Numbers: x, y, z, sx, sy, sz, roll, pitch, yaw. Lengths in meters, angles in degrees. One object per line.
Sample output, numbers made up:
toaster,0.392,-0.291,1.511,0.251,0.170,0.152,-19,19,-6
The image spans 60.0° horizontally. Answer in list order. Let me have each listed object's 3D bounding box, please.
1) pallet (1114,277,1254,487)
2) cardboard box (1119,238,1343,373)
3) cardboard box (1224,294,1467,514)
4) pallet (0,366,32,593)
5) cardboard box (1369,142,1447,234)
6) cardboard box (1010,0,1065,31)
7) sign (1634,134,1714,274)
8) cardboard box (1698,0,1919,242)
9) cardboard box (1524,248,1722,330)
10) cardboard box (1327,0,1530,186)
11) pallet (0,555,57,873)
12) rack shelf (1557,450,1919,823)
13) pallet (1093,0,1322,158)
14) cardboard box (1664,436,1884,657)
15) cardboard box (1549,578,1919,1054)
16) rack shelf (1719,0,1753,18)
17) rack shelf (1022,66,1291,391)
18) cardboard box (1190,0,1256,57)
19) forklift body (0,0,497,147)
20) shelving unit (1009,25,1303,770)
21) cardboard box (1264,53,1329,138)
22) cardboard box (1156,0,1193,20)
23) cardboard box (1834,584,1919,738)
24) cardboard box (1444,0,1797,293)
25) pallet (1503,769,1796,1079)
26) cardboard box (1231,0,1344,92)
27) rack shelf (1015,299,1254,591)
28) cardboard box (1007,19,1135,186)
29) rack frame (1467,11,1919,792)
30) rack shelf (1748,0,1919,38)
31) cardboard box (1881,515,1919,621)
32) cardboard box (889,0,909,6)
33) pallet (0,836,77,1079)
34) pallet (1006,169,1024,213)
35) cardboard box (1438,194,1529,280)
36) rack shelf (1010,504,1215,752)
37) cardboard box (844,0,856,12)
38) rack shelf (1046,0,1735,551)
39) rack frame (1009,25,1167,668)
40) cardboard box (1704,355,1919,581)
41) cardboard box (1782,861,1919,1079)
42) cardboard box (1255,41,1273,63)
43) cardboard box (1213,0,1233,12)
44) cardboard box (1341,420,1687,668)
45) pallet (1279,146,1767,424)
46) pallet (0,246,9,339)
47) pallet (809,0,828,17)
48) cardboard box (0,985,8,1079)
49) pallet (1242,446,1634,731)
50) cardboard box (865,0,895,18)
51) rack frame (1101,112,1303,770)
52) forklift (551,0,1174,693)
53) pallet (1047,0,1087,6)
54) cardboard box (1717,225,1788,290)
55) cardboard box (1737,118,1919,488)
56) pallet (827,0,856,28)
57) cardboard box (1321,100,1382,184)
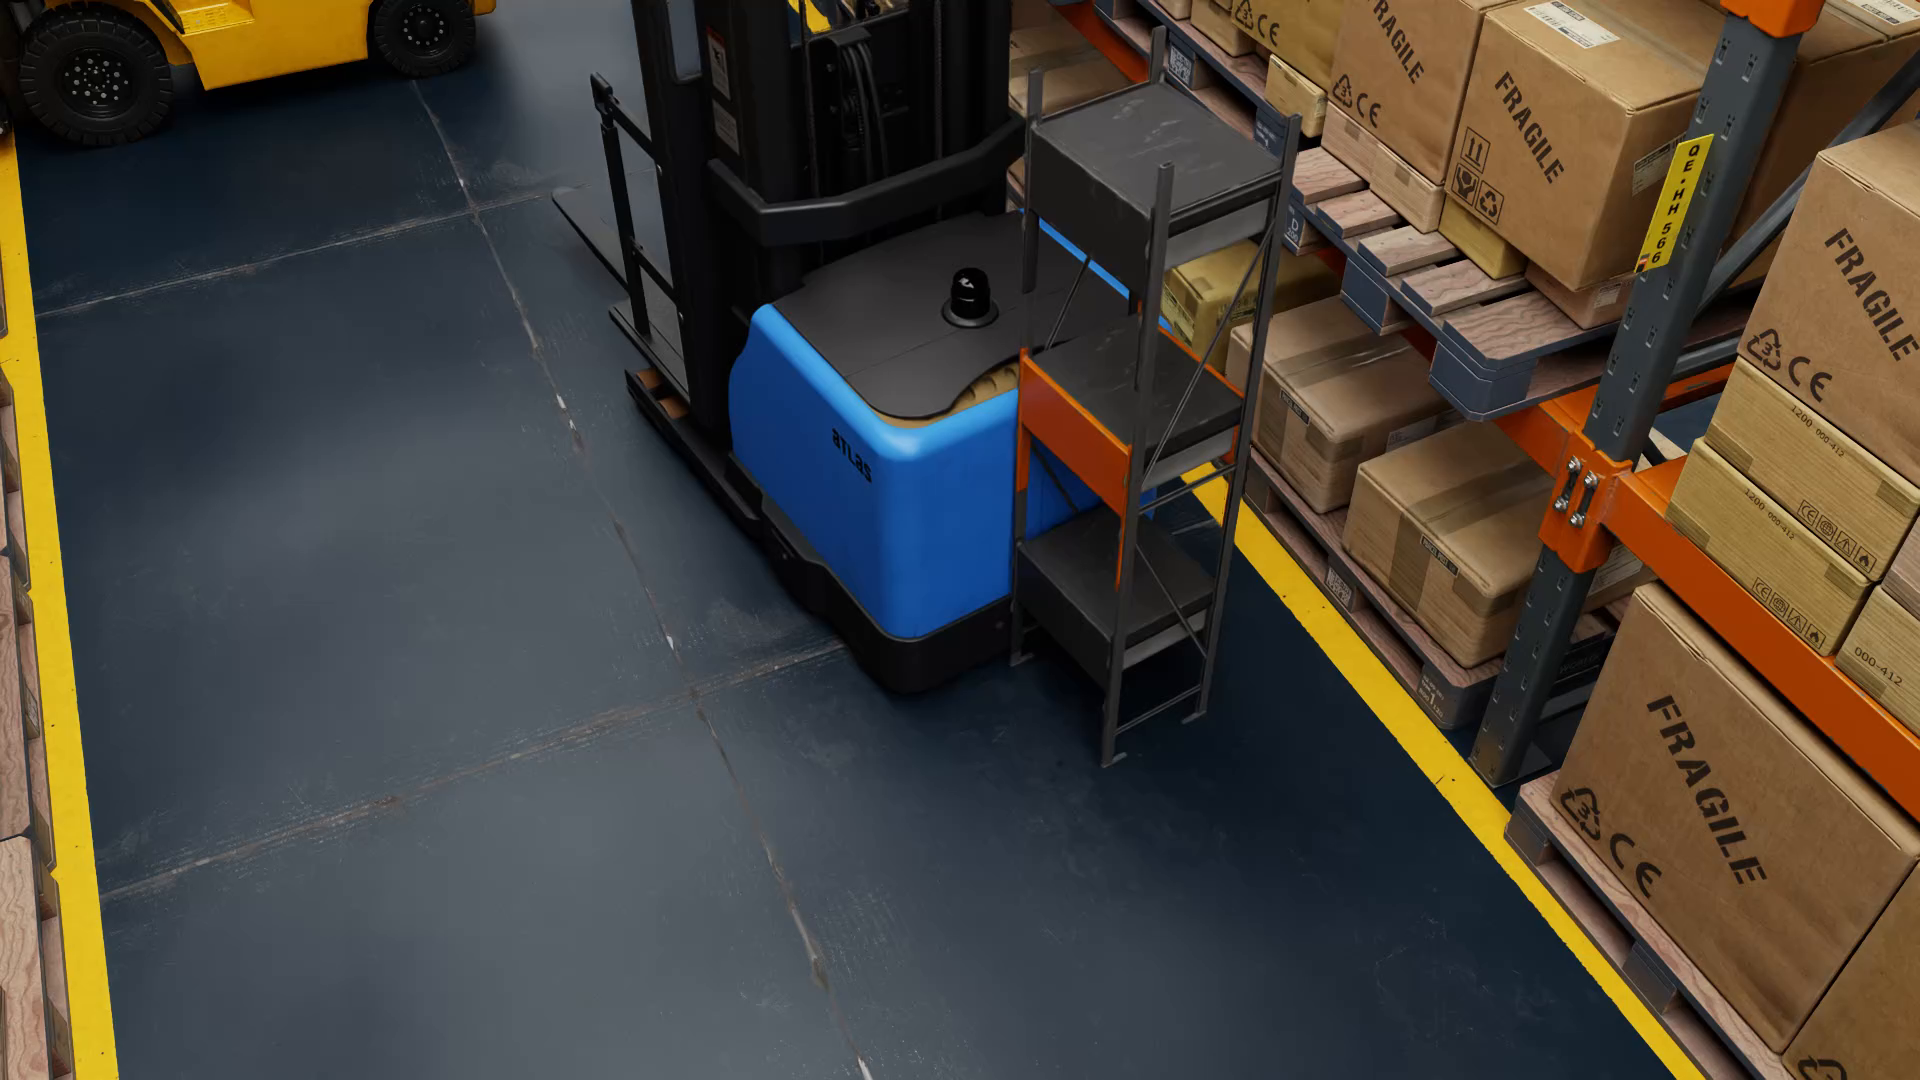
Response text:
pallet,1.187,-0.784,6.394,1.003,0.211,1.213,-18,47,-17
cardboard box,1.164,-1.031,6.232,0.950,0.372,0.625,-17,47,-16
cardboard box,1.478,-0.546,5.740,0.950,0.372,0.625,-19,48,-18
pallet,-3.815,-0.132,5.733,1.003,0.211,1.213,-18,47,-17
cardboard box,1.347,-0.998,4.505,0.380,0.149,0.250,-18,48,-18
cardboard box,0.339,-2.677,7.986,0.500,0.250,0.500,-20,48,-19
sign,1.535,-0.719,3.575,0.100,0.325,0.005,-18,47,-17
cardboard box,2.044,-1.148,4.195,0.500,0.500,0.500,-19,48,-19
cardboard box,1.672,-0.701,4.205,0.380,0.149,0.250,-16,47,-16
cardboard box,1.353,-1.326,4.377,0.500,0.500,0.500,-19,48,-18
pallet,-3.298,0.647,4.944,1.003,0.211,1.213,-18,47,-17
rack shelf,2.865,1.029,3.084,1.077,0.370,4.000,-18,47,-17
pallet,1.154,-1.683,5.456,1.003,0.211,1.213,-18,47,-17
cardboard box,2.001,-0.062,3.784,0.500,0.250,0.500,-19,48,-18
cardboard box,2.239,0.570,4.250,0.875,0.875,0.875,-18,48,-18
rack shelf,1.183,-2.588,4.613,1.077,0.370,4.000,-18,47,-17
rack shelf,0.464,-0.763,4.051,0.431,0.518,0.480,-25,50,-23
cardboard box,0.949,-1.665,5.182,0.380,0.149,0.250,-19,48,-19
forklift body,-3.390,-3.160,7.421,2.313,2.155,1.214,-18,47,-17
shelving unit,0.464,-0.275,4.534,0.431,2.100,0.503,-25,50,-23
cardboard box,1.120,-1.332,4.844,0.380,0.149,0.250,-17,47,-17
cardboard box,0.810,-1.826,5.345,0.380,0.149,0.250,-16,47,-16
cardboard box,2.233,0.260,3.458,0.500,0.250,0.500,-19,48,-19
cardboard box,1.580,-1.000,4.046,0.500,0.500,0.500,-19,48,-19
pallet,2.287,1.016,4.570,1.003,0.211,1.213,-18,47,-17
cardboard box,1.140,-1.648,4.702,0.500,0.500,0.500,-21,48,-20
rack shelf,0.464,-0.265,4.543,0.431,0.518,0.480,-25,50,-23
cardboard box,0.565,-1.931,7.143,0.950,0.372,0.625,-17,47,-17
rack frame,2.024,-0.502,4.123,1.000,3.000,0.127,-18,47,-17
rack shelf,2.865,-0.039,2.030,1.077,0.370,4.000,-18,47,-17
cardboard box,2.229,0.099,3.264,0.500,0.250,0.500,-17,47,-16
cardboard box,-0.150,-2.786,7.563,0.500,0.500,0.500,-19,48,-18
pallet,-2.789,1.423,4.157,1.003,0.211,1.213,-18,47,-17
pallet,0.670,-1.562,7.183,1.003,0.211,1.213,-18,47,-17
cardboard box,1.494,-0.850,4.356,0.380,0.149,0.250,-17,47,-17
rack shelf,0.464,0.233,5.035,0.431,0.518,0.480,-25,50,-23
cardboard box,-0.384,-2.855,8.167,0.500,0.250,0.500,-19,48,-18
rack shelf,1.183,-1.520,5.667,1.077,0.370,4.000,-18,47,-17
rack frame,0.329,-0.418,4.678,0.400,2.100,0.015,-25,50,-23
cardboard box,2.013,-0.230,3.599,0.500,0.250,0.500,-18,47,-18
cardboard box,2.610,1.140,3.673,0.875,0.875,0.875,-17,47,-17
cardboard box,1.129,-1.529,5.044,0.380,0.149,0.250,-18,47,-17
cardboard box,0.911,-1.996,5.055,0.500,0.500,0.500,-20,48,-19
cardboard box,1.795,-0.079,5.266,0.950,0.372,0.625,-21,48,-20
pallet,1.627,-0.856,4.618,1.213,0.211,1.003,-18,47,-17
pallet,-4.457,-1.109,6.723,1.003,0.211,1.213,-18,47,-17
pallet,-0.490,-3.254,8.898,1.003,0.211,1.213,-18,47,-17
cardboard box,-2.728,1.261,3.728,0.875,0.625,0.625,-17,47,-16
pallet,1.696,-0.007,5.607,1.003,0.211,1.213,-18,47,-17
cardboard box,-0.151,-2.519,7.826,0.500,0.250,0.500,-16,47,-16
rack frame,0.598,-0.132,4.389,0.400,2.100,0.015,-25,50,-23
forklift,-0.585,-1.577,5.262,1.130,2.935,3.031,-25,50,-23
pallet,0.531,-2.452,6.236,1.003,0.211,1.213,-18,47,-17
cardboard box,2.056,-0.824,4.329,0.380,0.149,0.250,-21,48,-20
cardboard box,2.009,-0.506,3.345,0.500,0.500,0.500,-20,48,-19
pallet,0.027,-2.476,8.109,1.003,0.211,1.213,-18,47,-17
cardboard box,1.249,-1.161,4.670,0.380,0.149,0.250,-20,48,-19
